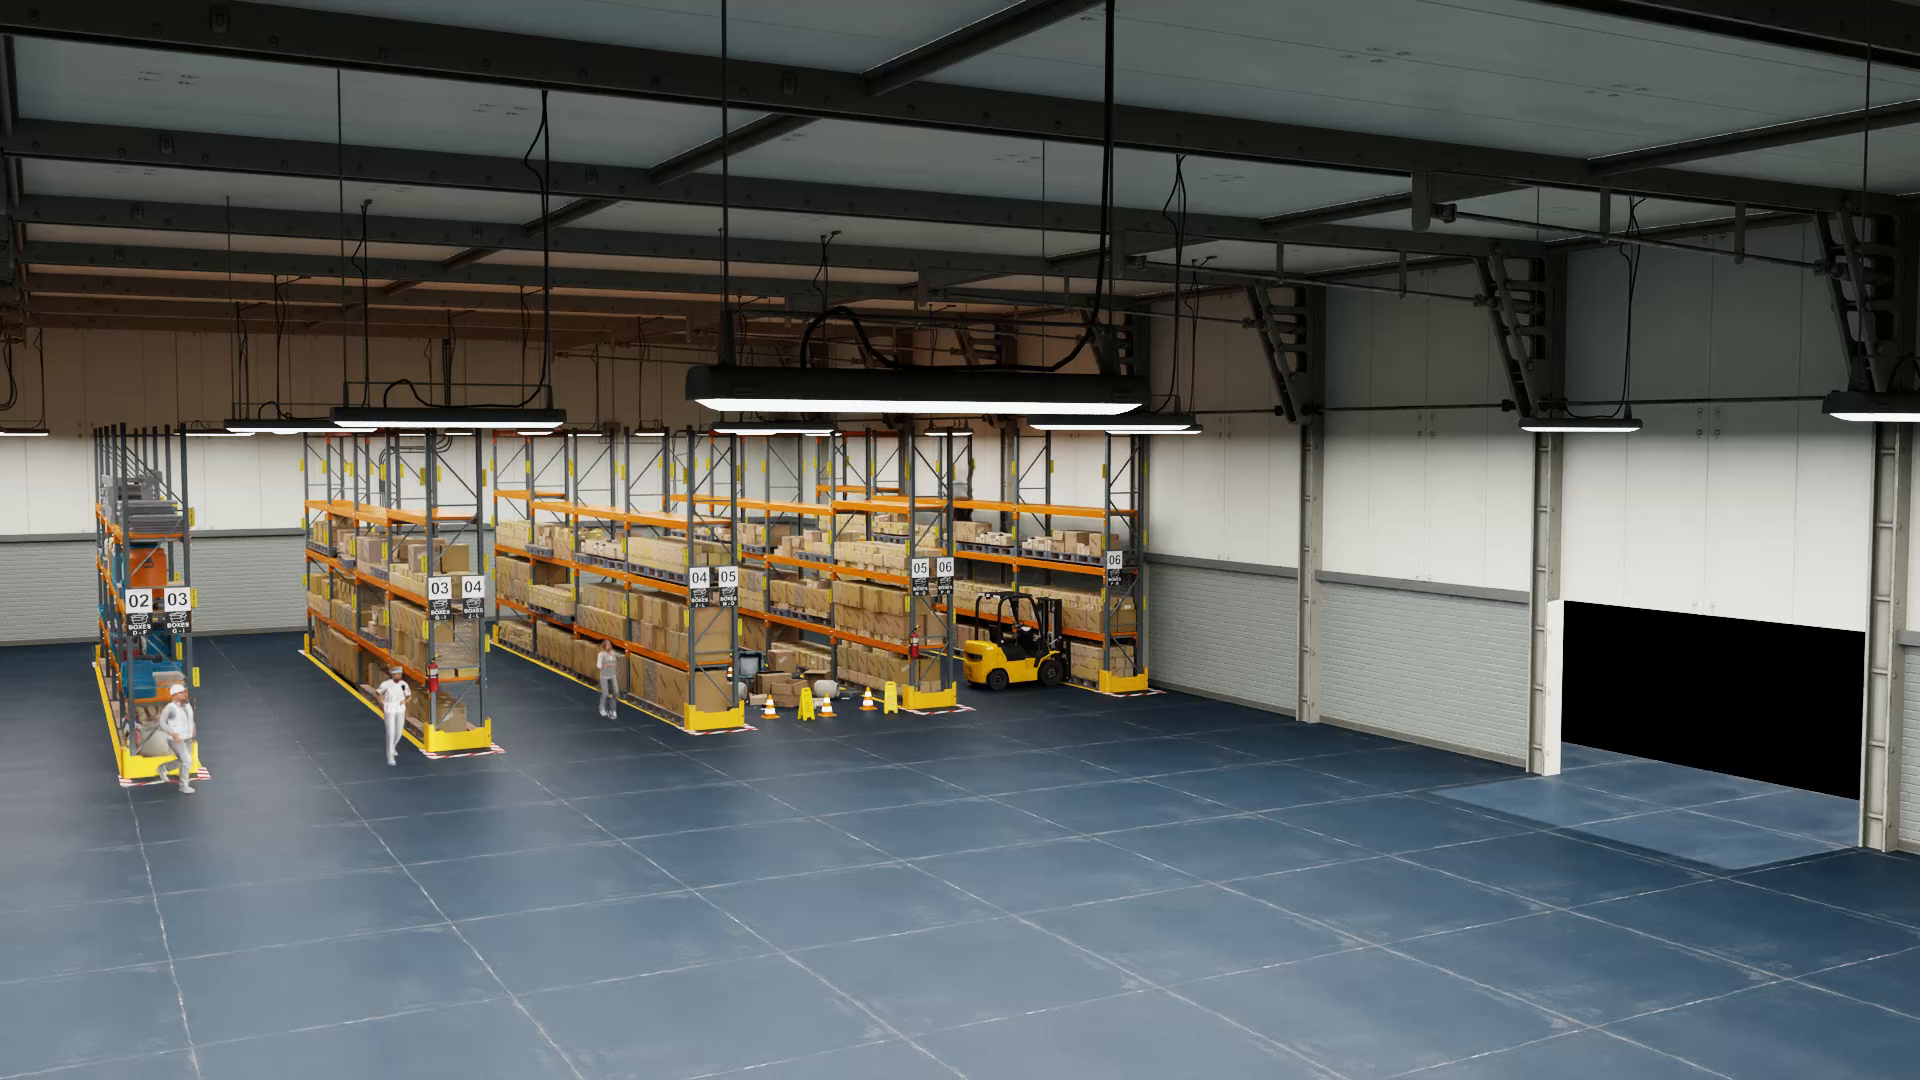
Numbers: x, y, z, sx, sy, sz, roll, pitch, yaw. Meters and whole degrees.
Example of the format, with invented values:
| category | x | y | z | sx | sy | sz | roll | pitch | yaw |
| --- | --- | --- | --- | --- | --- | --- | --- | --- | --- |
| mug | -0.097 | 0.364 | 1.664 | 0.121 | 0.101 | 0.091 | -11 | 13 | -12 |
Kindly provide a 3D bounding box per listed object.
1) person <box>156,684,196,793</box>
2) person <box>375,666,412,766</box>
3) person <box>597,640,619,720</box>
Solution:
| category | x | y | z | sx | sy | sz | roll | pitch | yaw |
| --- | --- | --- | --- | --- | --- | --- | --- | --- | --- |
| person | -12.753 | 3.213 | 27.026 | 0.747 | 1.765 | 0.678 | 1 | 4 | 13 |
| person | -10.043 | 3.091 | 29.602 | 0.583 | 1.701 | 0.902 | -3 | 4 | -40 |
| person | -7.206 | 2.859 | 34.087 | 0.514 | 1.639 | 0.666 | -3 | 4 | -36 |
